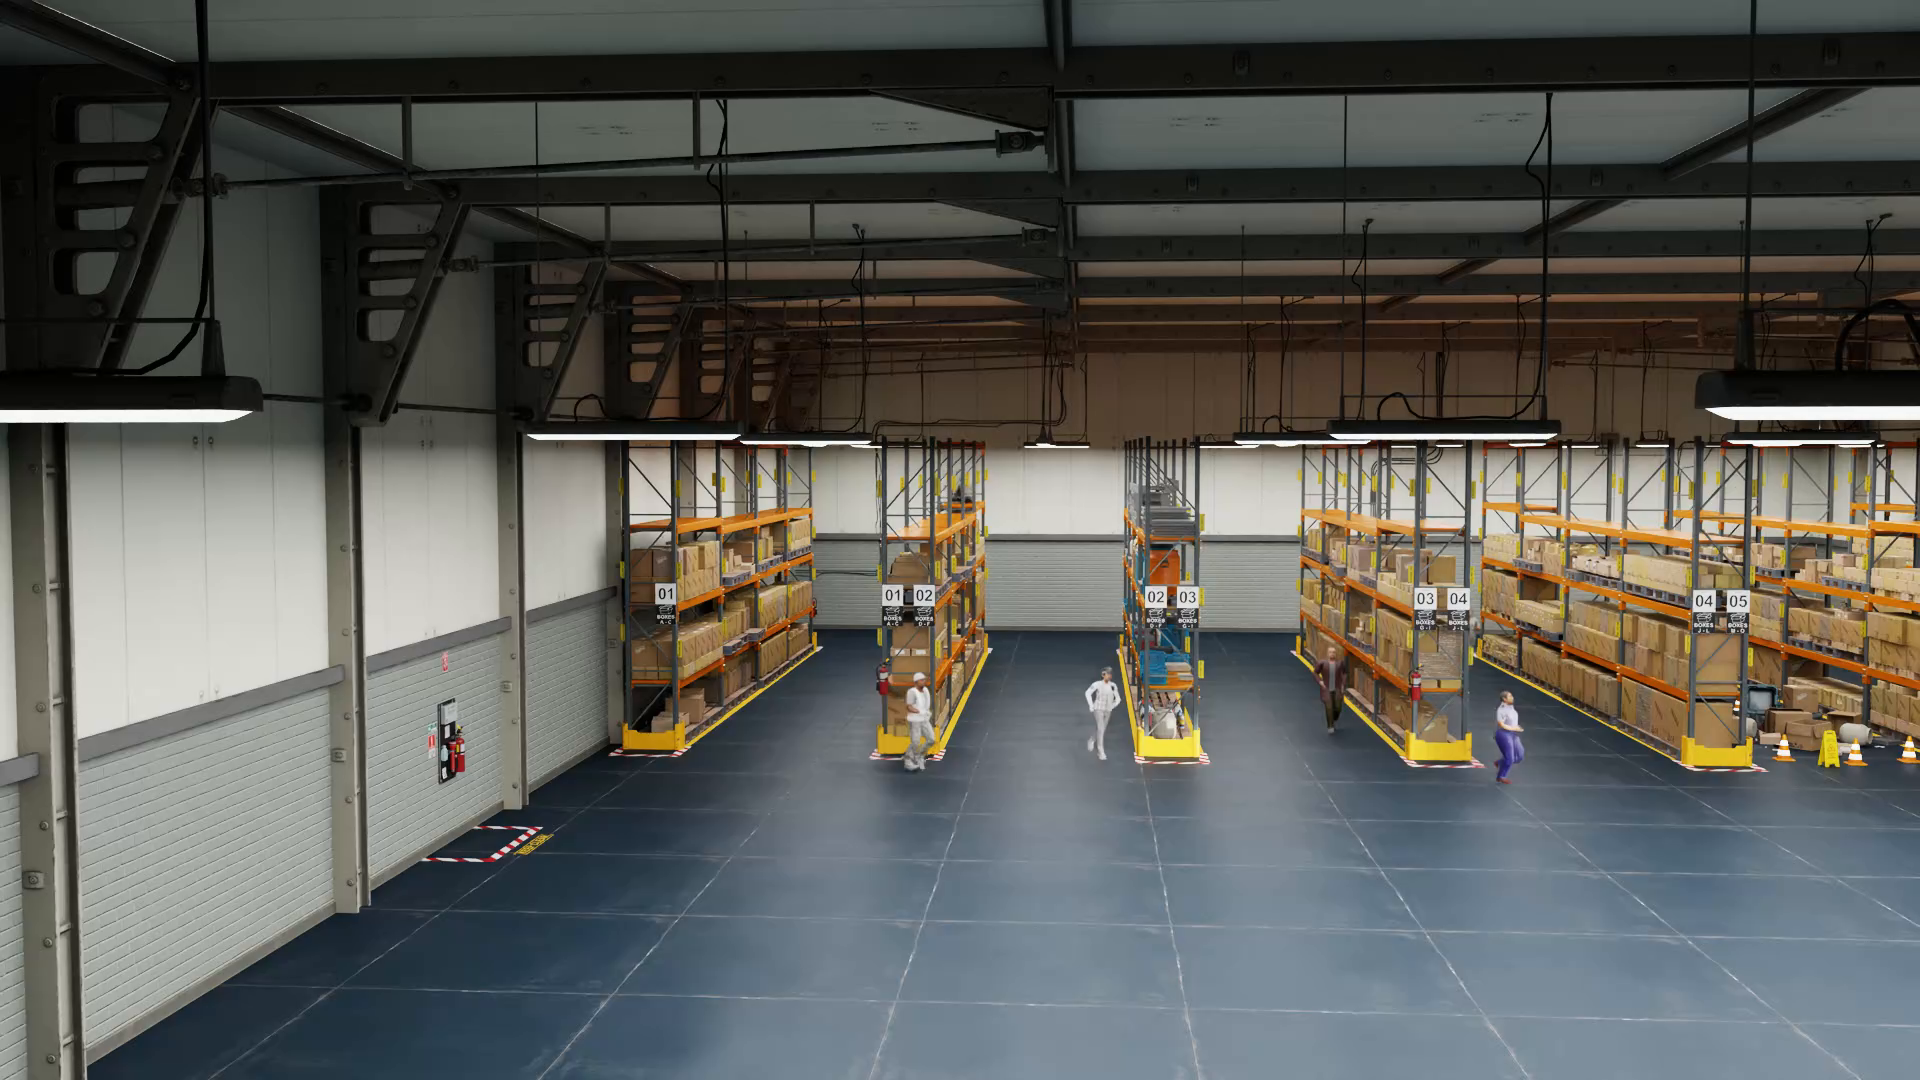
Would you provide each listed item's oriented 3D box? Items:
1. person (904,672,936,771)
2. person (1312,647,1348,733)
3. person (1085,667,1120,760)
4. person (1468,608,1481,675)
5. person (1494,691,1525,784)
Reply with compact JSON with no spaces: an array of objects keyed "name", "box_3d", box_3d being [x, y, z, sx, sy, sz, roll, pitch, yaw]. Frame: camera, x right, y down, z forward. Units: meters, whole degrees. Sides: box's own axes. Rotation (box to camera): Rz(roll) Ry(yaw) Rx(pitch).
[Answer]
[{"name":"person","box_3d":[-0.685,3.256,29.743,0.676,1.785,0.710,3,4,41]},{"name":"person","box_3d":[7.535,3.043,33.830,0.718,1.743,0.637,0,3,7]},{"name":"person","box_3d":[2.699,3.225,31.257,0.623,1.696,0.789,-1,3,-22]},{"name":"person","box_3d":[13.166,2.595,42.956,0.544,1.719,0.824,0,3,6]},{"name":"person","box_3d":[9.439,3.391,28.606,0.546,1.601,0.624,3,4,40]}]
